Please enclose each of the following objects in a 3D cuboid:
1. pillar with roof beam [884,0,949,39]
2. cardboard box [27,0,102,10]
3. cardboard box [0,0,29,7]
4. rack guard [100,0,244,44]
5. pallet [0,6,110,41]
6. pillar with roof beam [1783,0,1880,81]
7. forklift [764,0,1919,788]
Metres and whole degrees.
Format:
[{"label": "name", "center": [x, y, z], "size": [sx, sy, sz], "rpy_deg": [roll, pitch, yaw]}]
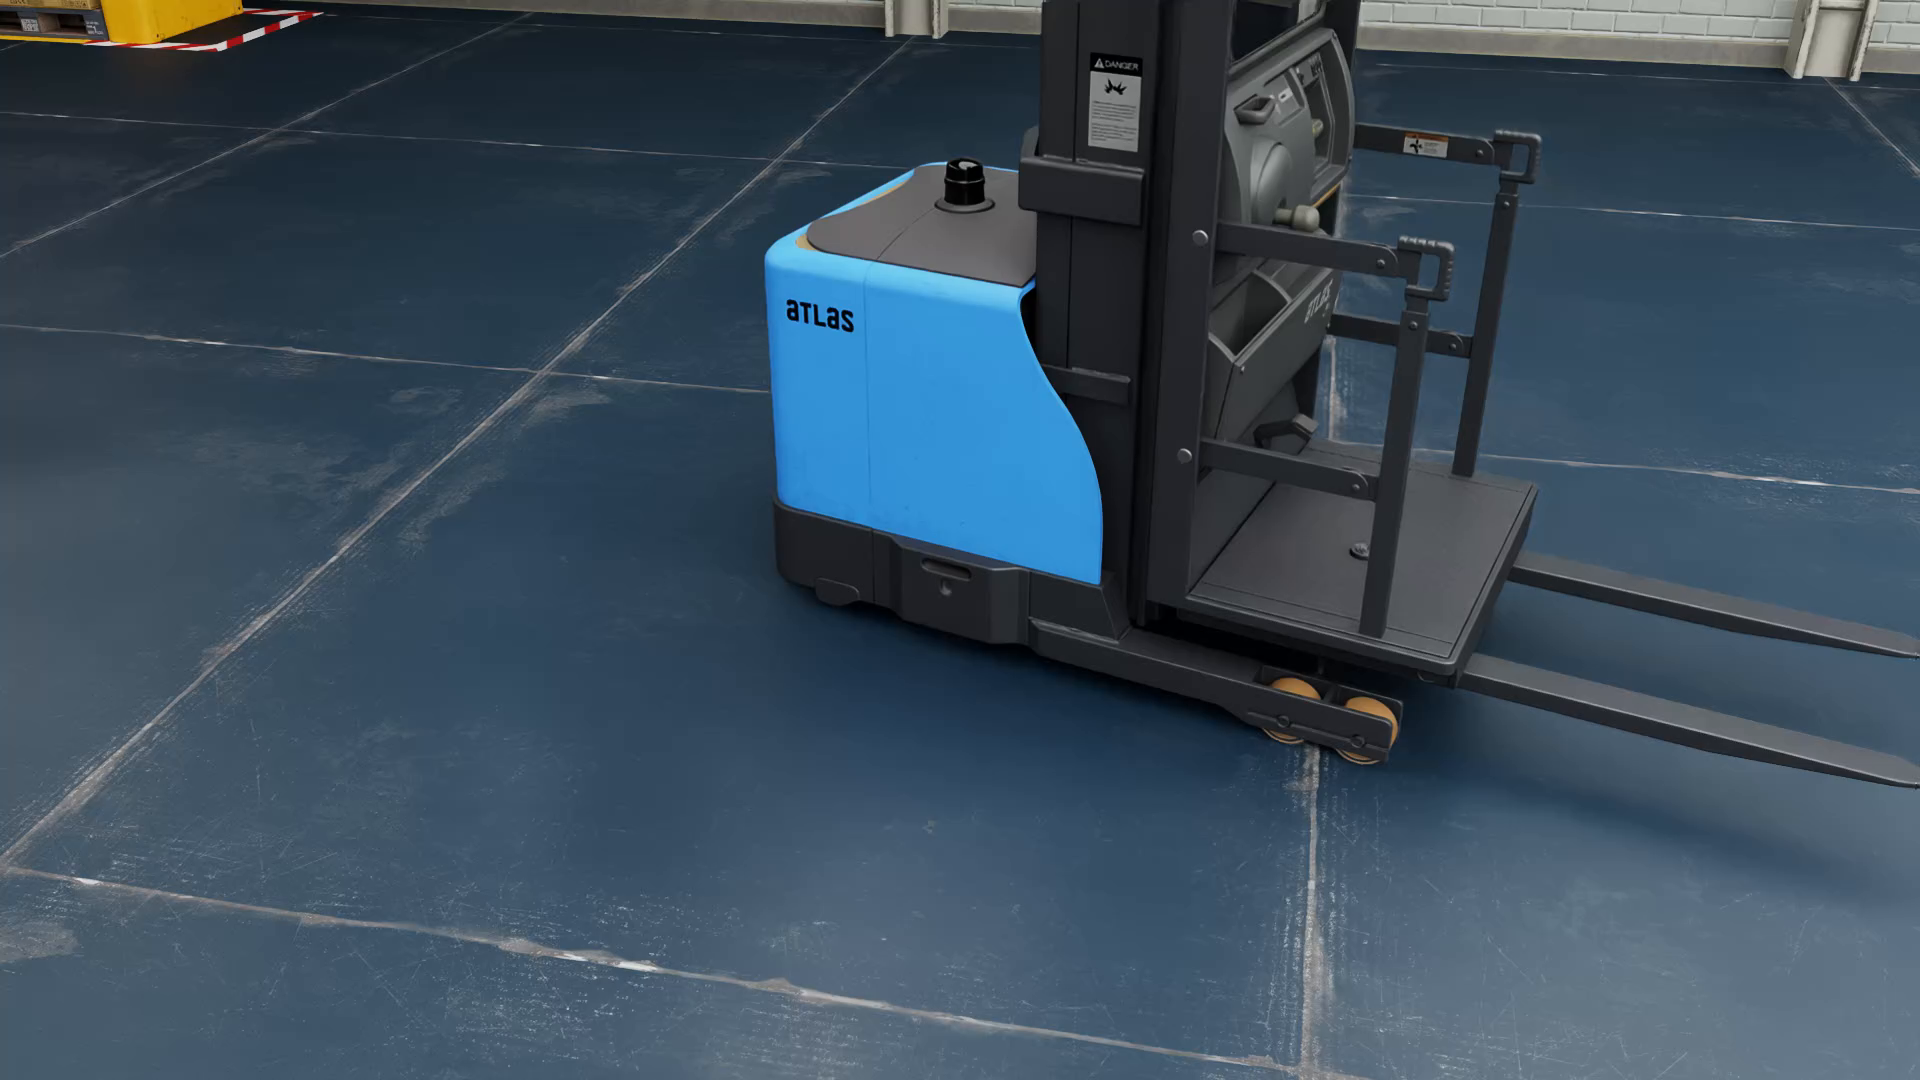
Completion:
[{"label": "pillar with roof beam", "center": [-1.203, -5.541, 6.001], "size": [0.400, 9.000, 9.100], "rpy_deg": [6, 29, 11]}, {"label": "cardboard box", "center": [-6.205, -3.917, 11.707], "size": [0.500, 0.250, 0.500], "rpy_deg": [6, 29, 11]}, {"label": "cardboard box", "center": [-6.689, -3.971, 11.807], "size": [0.500, 0.250, 0.500], "rpy_deg": [6, 29, 11]}, {"label": "rack guard", "center": [-5.656, -3.941, 11.929], "size": [0.348, 0.500, 1.175], "rpy_deg": [6, 29, 11]}, {"label": "pallet", "center": [-6.436, -3.874, 12.107], "size": [1.213, 0.211, 1.003], "rpy_deg": [6, 29, 11]}, {"label": "pillar with roof beam", "center": [4.664, -4.940, 4.902], "size": [0.400, 9.000, 9.100], "rpy_deg": [6, 29, 11]}, {"label": "forklift", "center": [1.003, -1.010, 4.042], "size": [3.031, 2.935, 1.130], "rpy_deg": [14, 32, 24]}]
